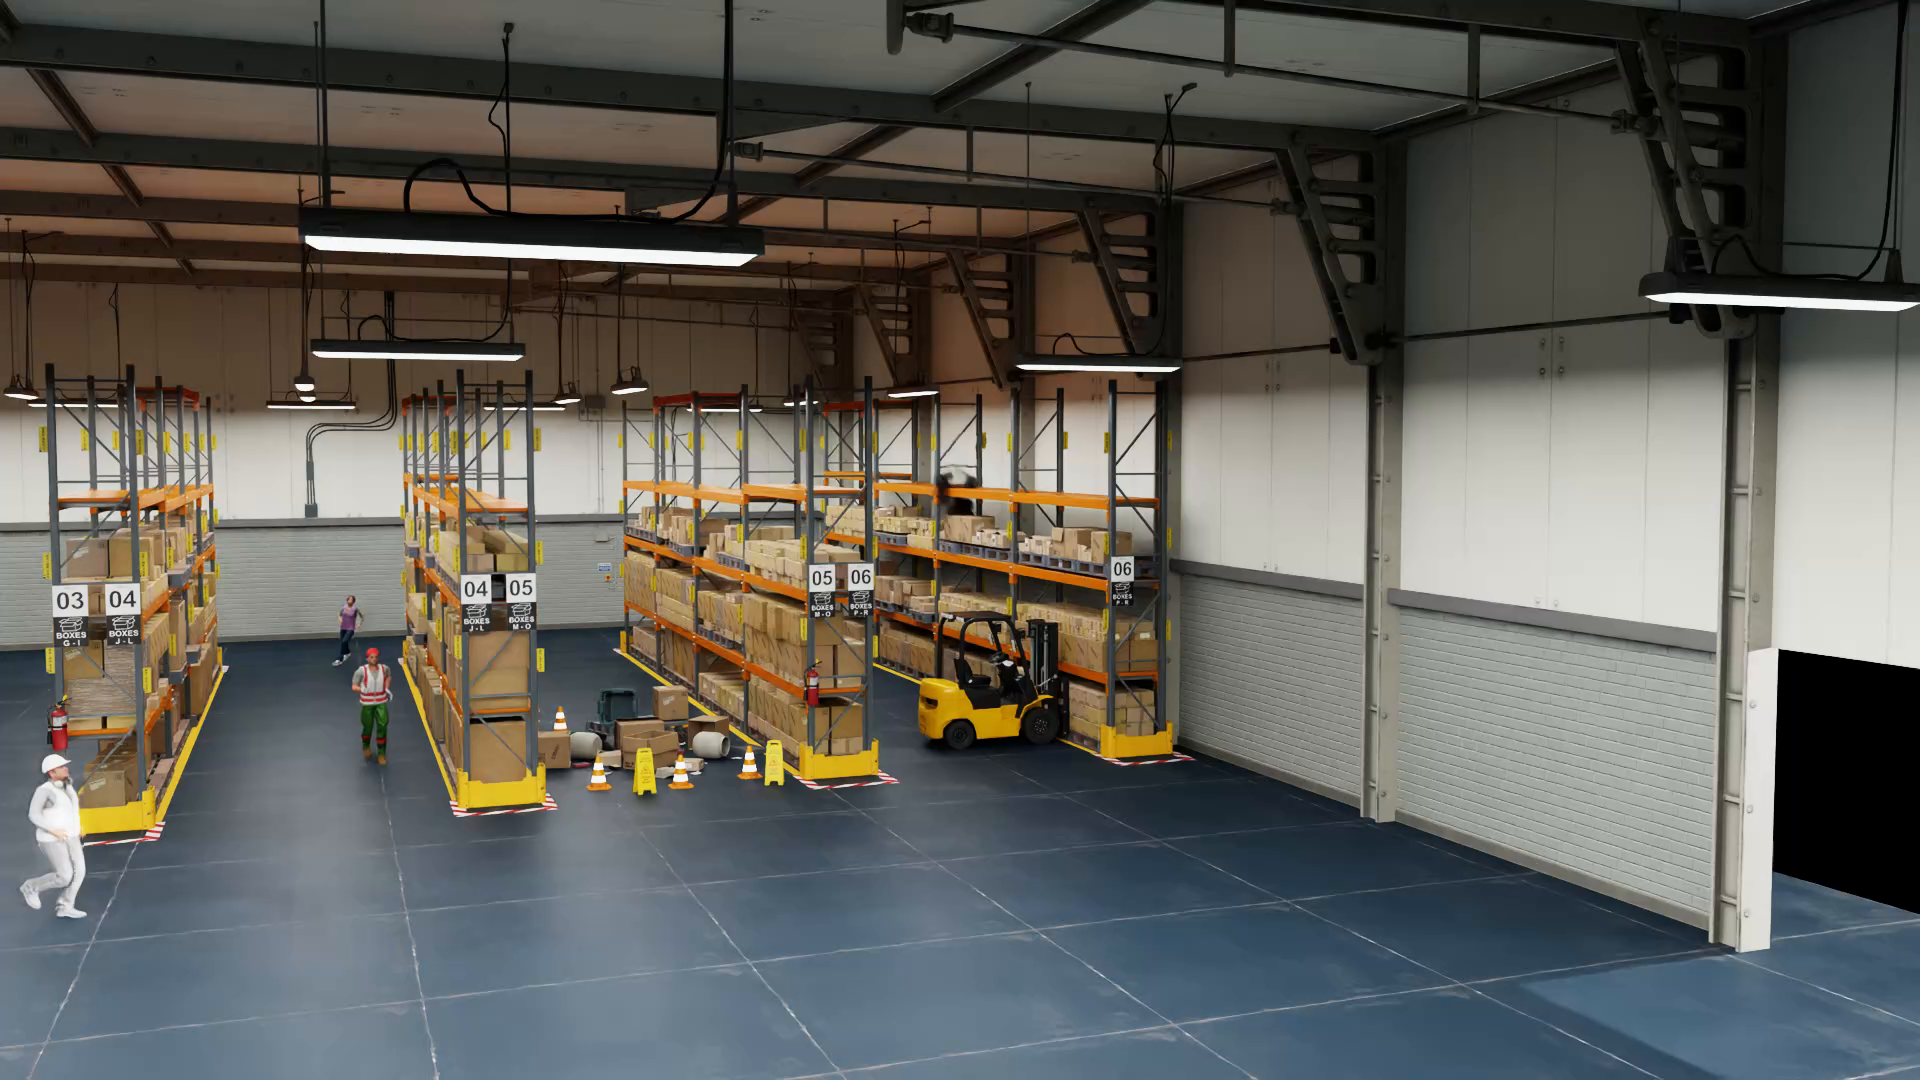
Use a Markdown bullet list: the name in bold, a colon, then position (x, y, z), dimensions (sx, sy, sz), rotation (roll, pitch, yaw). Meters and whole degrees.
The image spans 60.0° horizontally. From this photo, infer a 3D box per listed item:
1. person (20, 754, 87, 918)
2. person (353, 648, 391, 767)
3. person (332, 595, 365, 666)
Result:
- **person**: position (-9.556, 3.121, 17.517), dimensions (0.641, 1.733, 0.655), rotation (0, 3, 5)
- **person**: position (-9.198, 2.583, 26.039), dimensions (0.595, 1.823, 0.893), rotation (-2, 4, -28)
- **person**: position (-13.765, 2.015, 37.477), dimensions (0.635, 1.561, 0.827), rotation (0, 3, 7)
